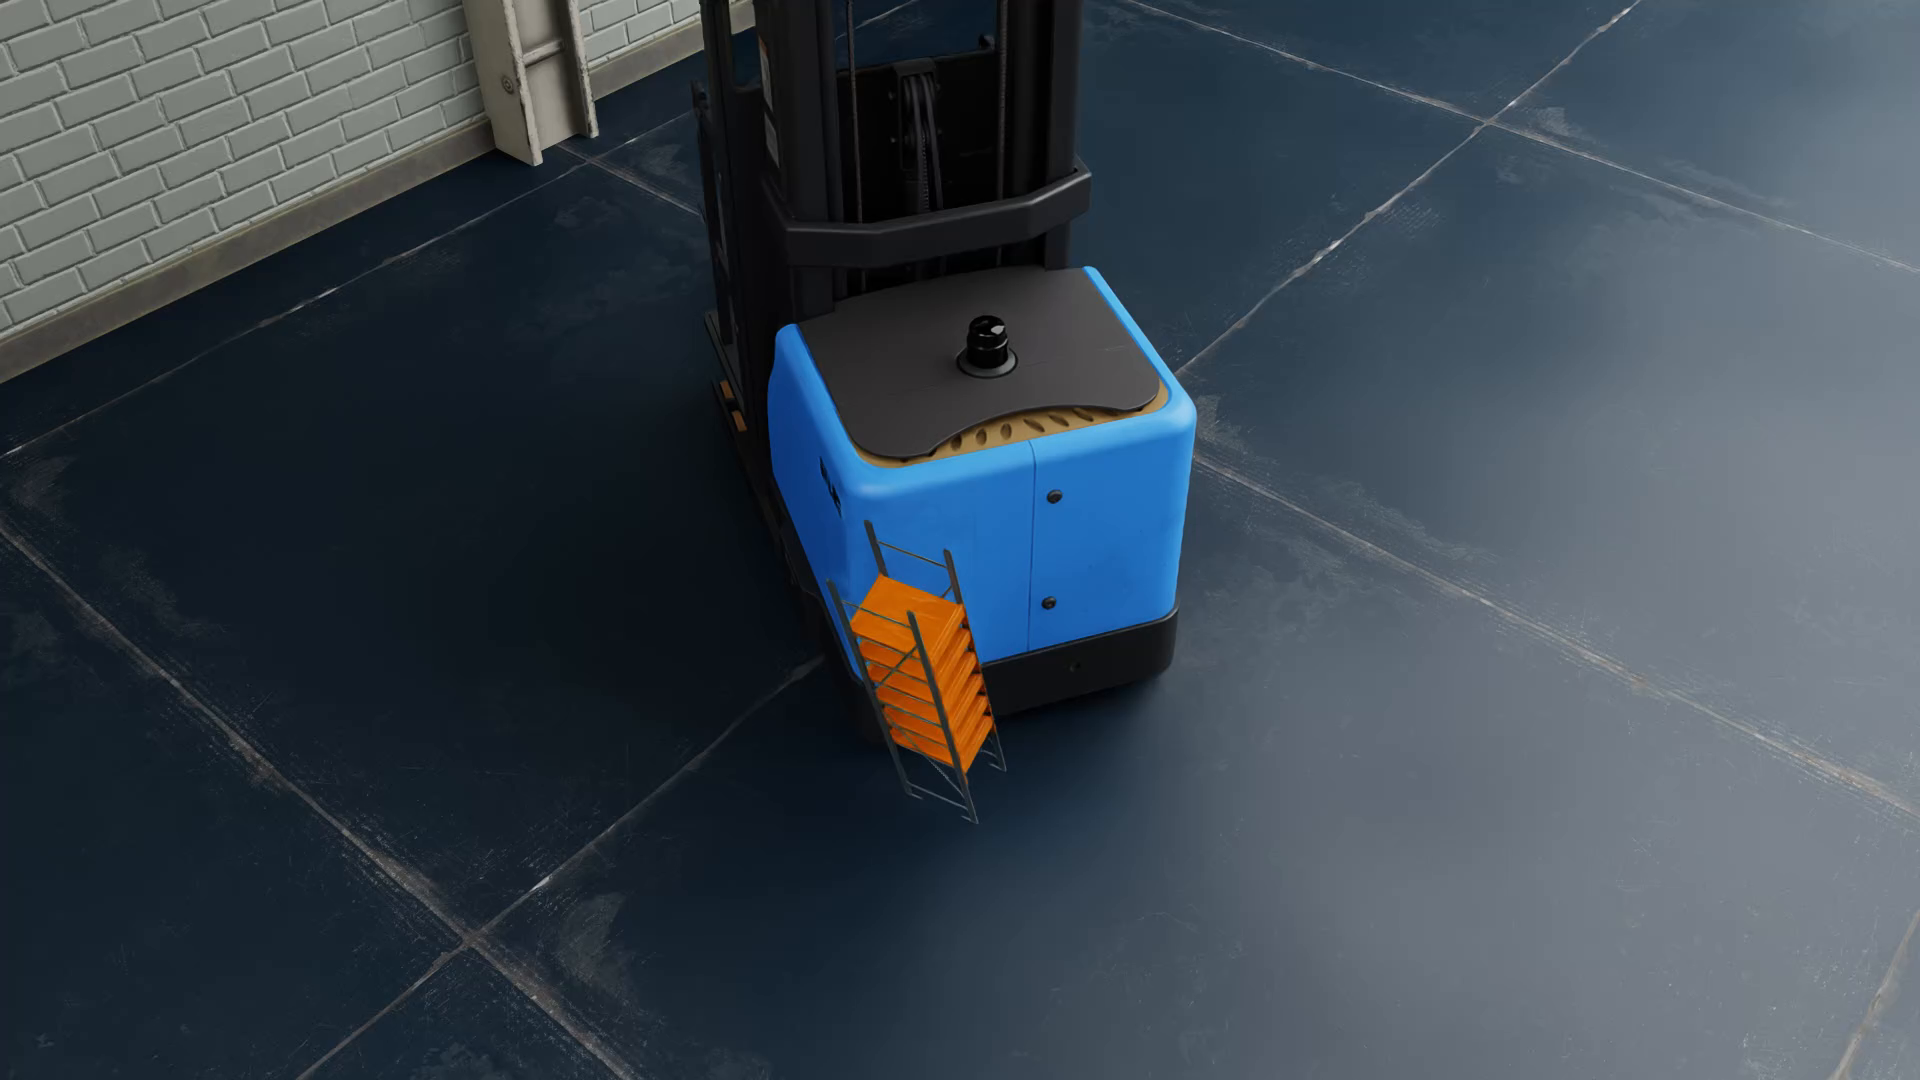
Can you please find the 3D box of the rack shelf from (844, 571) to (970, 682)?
[{"bbox_3d":[-0.132,0.216,4.164,0.258,0.103,0.180,20,62,21],"label":"rack shelf"}]

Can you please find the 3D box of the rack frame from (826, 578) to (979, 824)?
[{"bbox_3d":[-0.132,0.459,4.385,0.240,1.200,0.006,20,62,21],"label":"rack frame"}]

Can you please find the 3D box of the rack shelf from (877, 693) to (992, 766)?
[{"bbox_3d":[-0.068,0.478,4.561,0.258,0.103,0.180,20,62,21],"label":"rack shelf"}]

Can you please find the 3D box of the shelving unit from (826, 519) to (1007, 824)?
[{"bbox_3d":[-0.090,0.388,4.425,0.258,1.200,0.189,20,62,21],"label":"shelving unit"}]

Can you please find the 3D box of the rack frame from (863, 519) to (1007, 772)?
[{"bbox_3d":[-0.048,0.318,4.465,0.240,1.200,0.006,20,62,21],"label":"rack frame"}]

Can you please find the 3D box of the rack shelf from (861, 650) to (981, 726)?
[{"bbox_3d":[-0.100,0.347,4.363,0.258,0.103,0.180,20,62,21],"label":"rack shelf"}]

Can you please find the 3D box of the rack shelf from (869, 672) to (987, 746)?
[{"bbox_3d":[-0.084,0.413,4.462,0.258,0.103,0.180,20,62,21],"label":"rack shelf"}]

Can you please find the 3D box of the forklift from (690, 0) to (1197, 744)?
[{"bbox_3d":[-0.287,-1.478,5.197,1.130,2.935,3.031,-13,44,-14],"label":"forklift"}]

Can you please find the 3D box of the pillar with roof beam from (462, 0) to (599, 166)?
[{"bbox_3d":[1.349,-3.349,2.744,9.100,9.000,0.400,29,50,28],"label":"pillar with roof beam"}]

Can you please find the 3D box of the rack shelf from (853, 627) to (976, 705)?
[{"bbox_3d":[-0.116,0.281,4.264,0.258,0.103,0.180,20,62,21],"label":"rack shelf"}]

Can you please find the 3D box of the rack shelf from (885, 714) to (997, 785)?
[{"bbox_3d":[-0.052,0.544,4.660,0.258,0.103,0.180,20,62,21],"label":"rack shelf"}]
